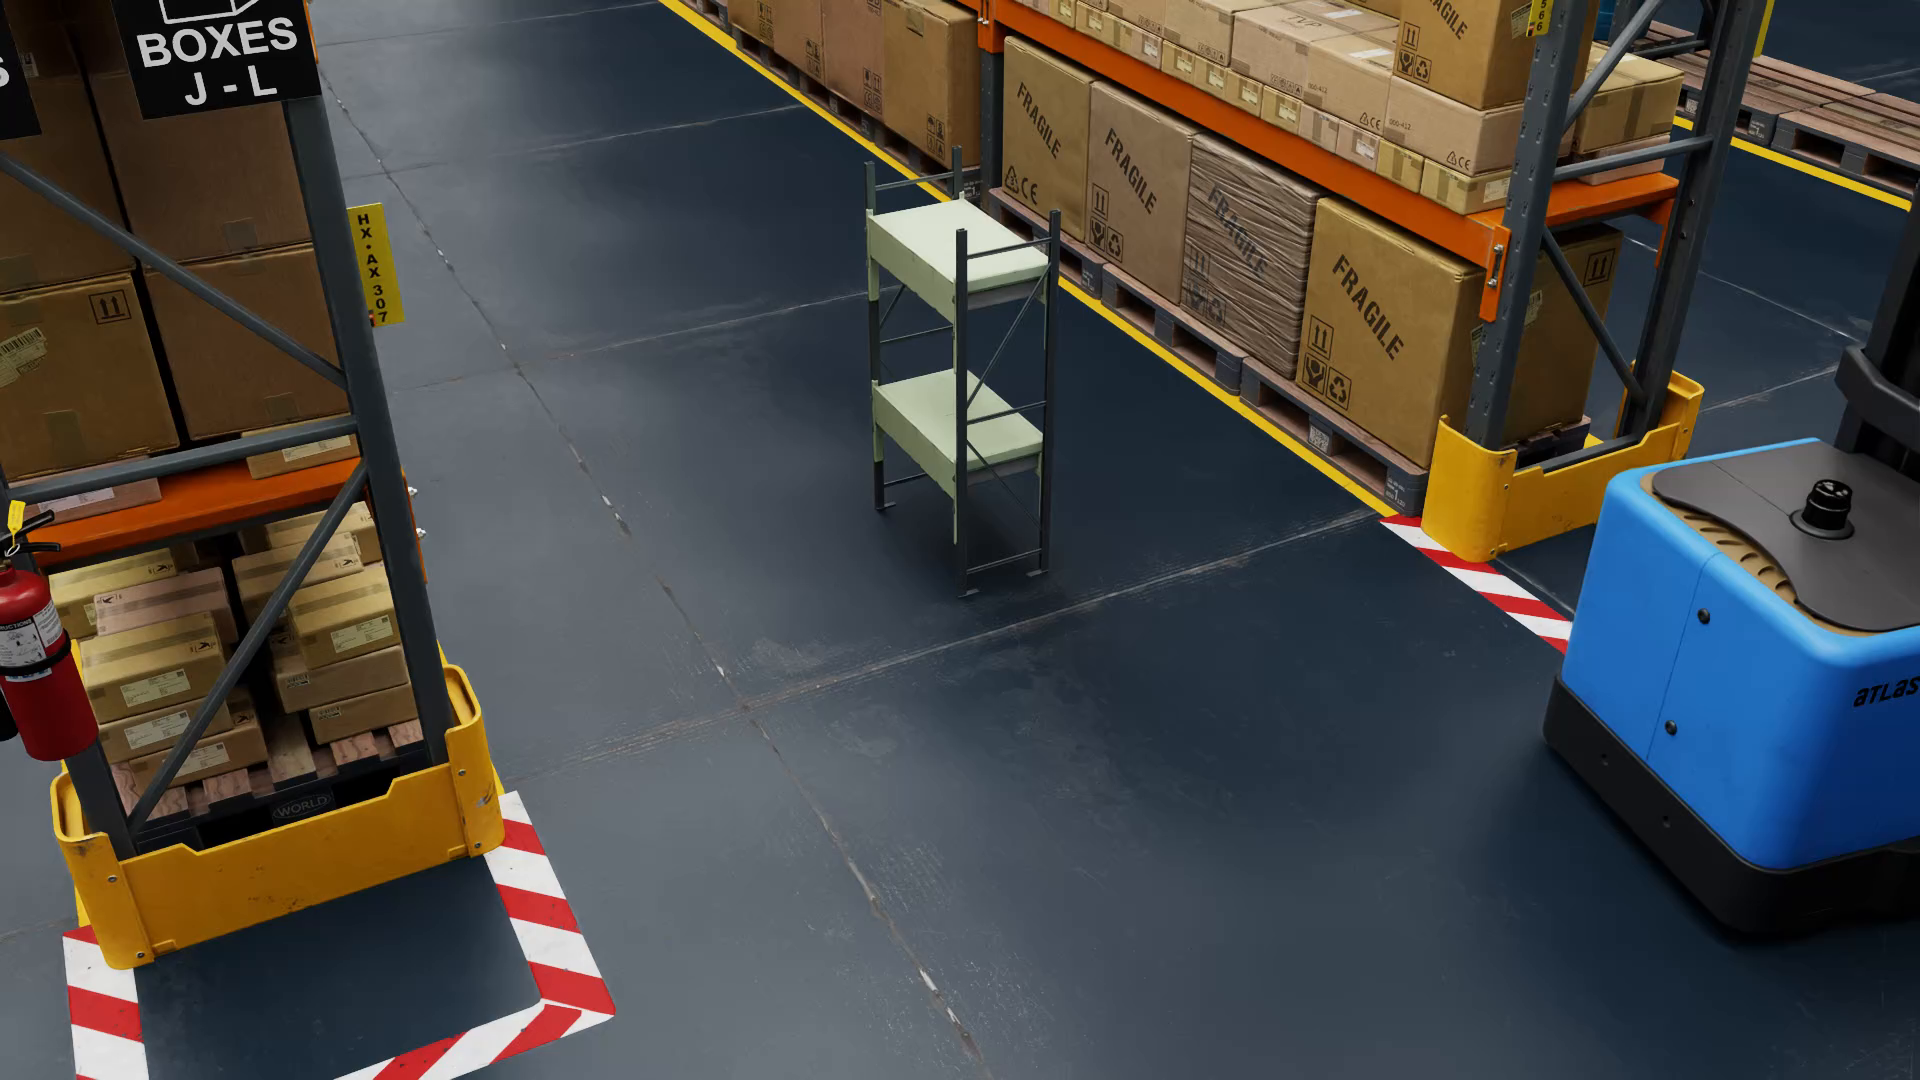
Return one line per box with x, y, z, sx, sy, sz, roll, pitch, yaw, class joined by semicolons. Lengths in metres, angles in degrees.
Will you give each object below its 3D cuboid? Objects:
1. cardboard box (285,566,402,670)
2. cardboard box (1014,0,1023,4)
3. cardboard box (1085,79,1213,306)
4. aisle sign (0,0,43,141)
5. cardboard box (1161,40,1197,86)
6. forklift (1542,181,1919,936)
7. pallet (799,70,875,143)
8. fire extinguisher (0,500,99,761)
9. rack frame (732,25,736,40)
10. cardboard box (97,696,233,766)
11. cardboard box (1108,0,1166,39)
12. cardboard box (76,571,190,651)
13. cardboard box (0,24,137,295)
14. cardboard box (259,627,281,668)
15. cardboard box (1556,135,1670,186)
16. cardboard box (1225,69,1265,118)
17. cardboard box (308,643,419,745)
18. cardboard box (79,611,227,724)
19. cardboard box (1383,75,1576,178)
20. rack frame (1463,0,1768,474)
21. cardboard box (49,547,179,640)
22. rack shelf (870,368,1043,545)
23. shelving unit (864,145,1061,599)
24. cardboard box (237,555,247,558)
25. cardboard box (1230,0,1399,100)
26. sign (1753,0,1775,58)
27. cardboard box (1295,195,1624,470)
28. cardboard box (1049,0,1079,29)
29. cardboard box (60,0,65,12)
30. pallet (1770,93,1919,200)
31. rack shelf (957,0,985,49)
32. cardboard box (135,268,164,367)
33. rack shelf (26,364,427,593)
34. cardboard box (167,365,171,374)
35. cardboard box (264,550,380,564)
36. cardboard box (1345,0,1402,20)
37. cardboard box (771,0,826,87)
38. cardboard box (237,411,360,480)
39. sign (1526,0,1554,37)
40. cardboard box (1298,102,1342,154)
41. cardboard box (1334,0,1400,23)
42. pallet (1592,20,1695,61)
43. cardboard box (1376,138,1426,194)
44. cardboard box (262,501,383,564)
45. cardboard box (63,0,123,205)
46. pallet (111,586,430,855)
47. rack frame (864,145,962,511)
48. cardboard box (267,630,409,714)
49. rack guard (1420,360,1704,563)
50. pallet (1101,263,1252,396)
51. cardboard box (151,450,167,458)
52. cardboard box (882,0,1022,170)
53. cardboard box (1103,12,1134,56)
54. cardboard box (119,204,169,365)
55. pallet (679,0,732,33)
-1.926;0.238;5.300;0.380;0.149;0.250;-18;37;-25;cardboard box
0.432;-2.977;8.849;0.380;0.149;0.250;-16;36;-23;cardboard box
1.245;-1.825;8.399;0.875;0.875;0.875;-16;36;-23;cardboard box
-2.213;-1.184;3.407;0.394;0.787;0.004;-16;36;-23;aisle sign
1.160;-2.233;7.688;0.380;0.149;0.250;-17;36;-24;cardboard box
3.537;-0.529;4.859;3.031;2.935;1.130;-10;34;-15;forklift
-0.411;-3.066;11.339;1.003;0.211;1.213;-16;36;-23;pallet
-2.273;0.226;4.033;0.296;0.674;0.183;-16;36;-23;fire extinguisher
-1.277;-5.217;12.112;1.000;3.000;0.127;-16;36;-23;rack frame
-2.480;0.519;5.137;0.380;0.149;0.250;-17;36;-24;cardboard box
1.049;-2.595;7.883;0.500;0.250;0.500;-15;36;-22;cardboard box
-2.724;0.271;5.524;0.380;0.149;0.250;-17;37;-25;cardboard box
-2.415;-0.944;4.147;0.500;0.500;0.500;-17;36;-24;cardboard box
-2.259;0.273;5.797;0.380;0.149;0.250;-15;36;-23;cardboard box
2.580;-1.545;6.614;0.380;0.149;0.250;-15;36;-23;cardboard box
1.397;-1.991;7.309;0.380;0.149;0.250;-16;36;-23;cardboard box
-1.943;0.494;5.452;0.380;0.149;0.250;-15;36;-22;cardboard box
-2.453;0.385;5.071;0.380;0.149;0.250;-15;36;-23;cardboard box
1.992;-1.625;6.370;0.500;0.250;0.500;-16;36;-24;cardboard box
2.453;-1.399;6.153;1.000;3.000;0.127;-16;36;-23;rack frame
-2.752;0.159;5.423;0.380;0.149;0.250;-17;36;-24;cardboard box
-0.003;-0.360;6.526;0.431;0.370;0.720;-16;36;-23;rack shelf
-0.003;-0.635;6.350;0.431;1.500;0.755;-16;36;-23;shelving unit
-2.485;0.025;6.183;0.380;0.149;0.250;-16;36;-23;cardboard box
1.519;-2.110;7.127;0.500;0.250;0.500;-17;36;-25;cardboard box
2.947;-1.933;6.111;0.100;0.325;0.005;-16;36;-23;sign
2.084;-0.966;7.058;0.875;0.875;0.875;-16;36;-23;cardboard box
0.678;-2.726;8.457;0.380;0.149;0.250;-15;35;-22;cardboard box
-2.902;-1.431;4.908;0.500;0.500;0.500;-14;35;-21;cardboard box
5.920;-2.455;10.386;1.003;0.211;1.213;-16;36;-23;pallet
-0.344;-3.959;10.816;1.077;0.370;4.000;-16;36;-23;rack shelf
-2.655;-0.764;4.793;0.500;0.500;0.500;-16;36;-24;cardboard box
-2.914;-0.851;5.964;1.077;0.370;4.000;-16;36;-23;rack shelf
-2.318;-0.673;5.252;0.380;0.149;0.250;-14;35;-21;cardboard box
-2.293;-0.005;5.955;0.380;0.149;0.250;-15;35;-22;cardboard box
1.988;-2.558;7.130;0.500;0.500;0.500;-17;36;-24;cardboard box
-0.565;-3.737;11.382;1.225;0.875;0.875;-16;36;-23;cardboard box
-1.843;-0.331;4.718;0.380;0.149;0.250;-16;36;-23;cardboard box
1.967;-1.856;5.574;0.100;0.325;0.005;-16;36;-23;sign
1.641;-1.744;6.924;0.380;0.149;0.250;-15;36;-22;cardboard box
1.989;-2.245;7.337;0.500;0.250;0.500;-17;36;-25;cardboard box
4.647;-3.758;12.420;1.003;0.211;1.213;-16;36;-23;pallet
1.873;-1.504;6.549;0.380;0.149;0.250;-15;36;-23;cardboard box
-2.165;-0.016;5.696;0.380;0.149;0.250;-16;36;-23;cardboard box
-2.197;-1.308;4.716;0.500;0.500;0.500;-15;36;-22;cardboard box
-2.365;0.542;5.708;1.003;0.211;1.213;-16;36;-23;pallet
-0.174;-0.809;6.623;0.400;1.500;0.023;-16;36;-23;rack frame
-1.999;0.384;5.347;0.380;0.149;0.250;-14;35;-21;cardboard box
2.464;-0.335;6.809;1.175;0.500;0.348;-16;36;-23;rack guard
1.446;-1.168;8.377;1.003;0.211;1.213;-16;36;-23;pallet
-2.467;-0.306;4.680;0.380;0.149;0.250;-16;36;-23;cardboard box
0.272;-2.890;10.061;1.225;0.875;0.875;-16;36;-23;cardboard box
0.921;-2.479;8.072;0.380;0.149;0.250;-16;36;-24;cardboard box
-2.219;-0.899;5.005;0.500;0.500;0.500;-16;36;-23;cardboard box
-1.640;-4.416;13.447;1.003;0.211;1.213;-16;36;-23;pallet
